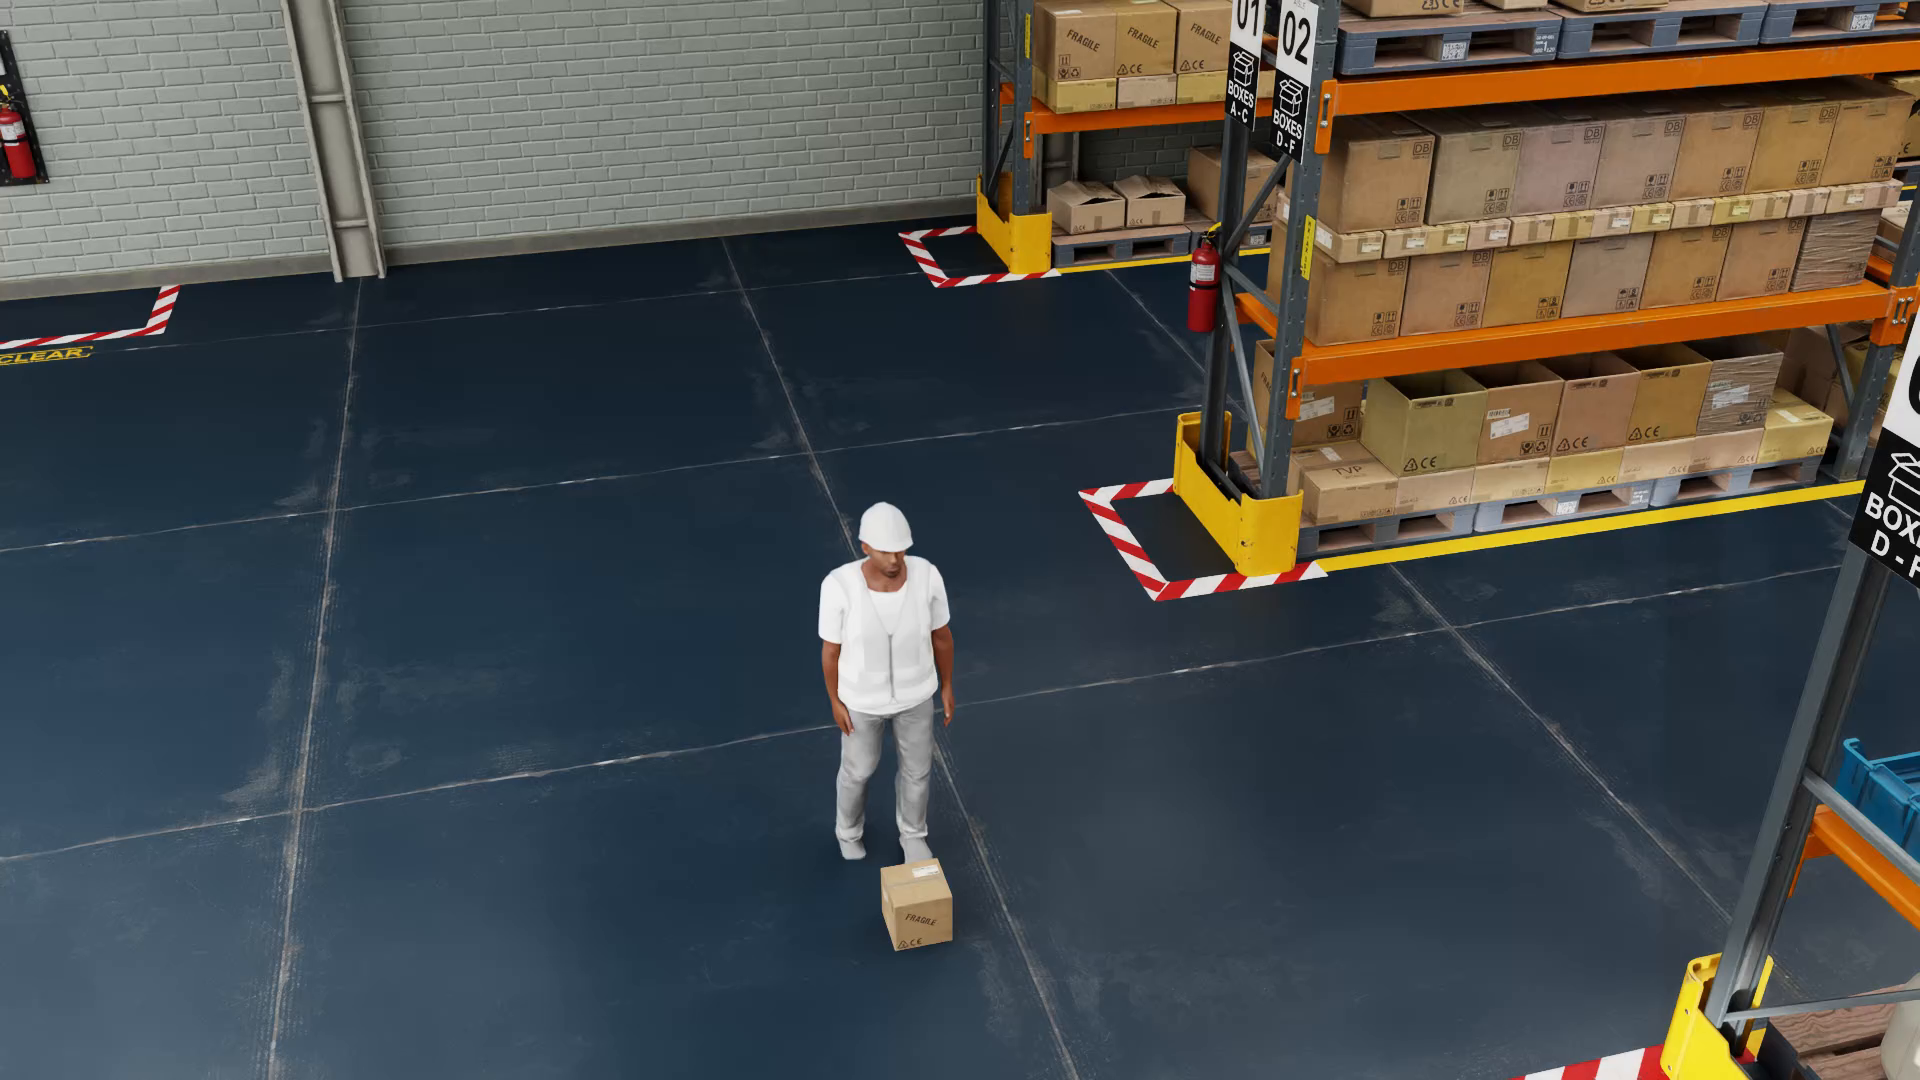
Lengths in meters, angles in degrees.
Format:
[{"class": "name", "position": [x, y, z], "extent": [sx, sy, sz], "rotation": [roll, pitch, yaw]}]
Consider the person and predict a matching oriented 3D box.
[{"class": "person", "position": [-0.296, 0.677, 7.104], "extent": [0.566, 1.816, 0.397], "rotation": [-7, 31, -12]}]
